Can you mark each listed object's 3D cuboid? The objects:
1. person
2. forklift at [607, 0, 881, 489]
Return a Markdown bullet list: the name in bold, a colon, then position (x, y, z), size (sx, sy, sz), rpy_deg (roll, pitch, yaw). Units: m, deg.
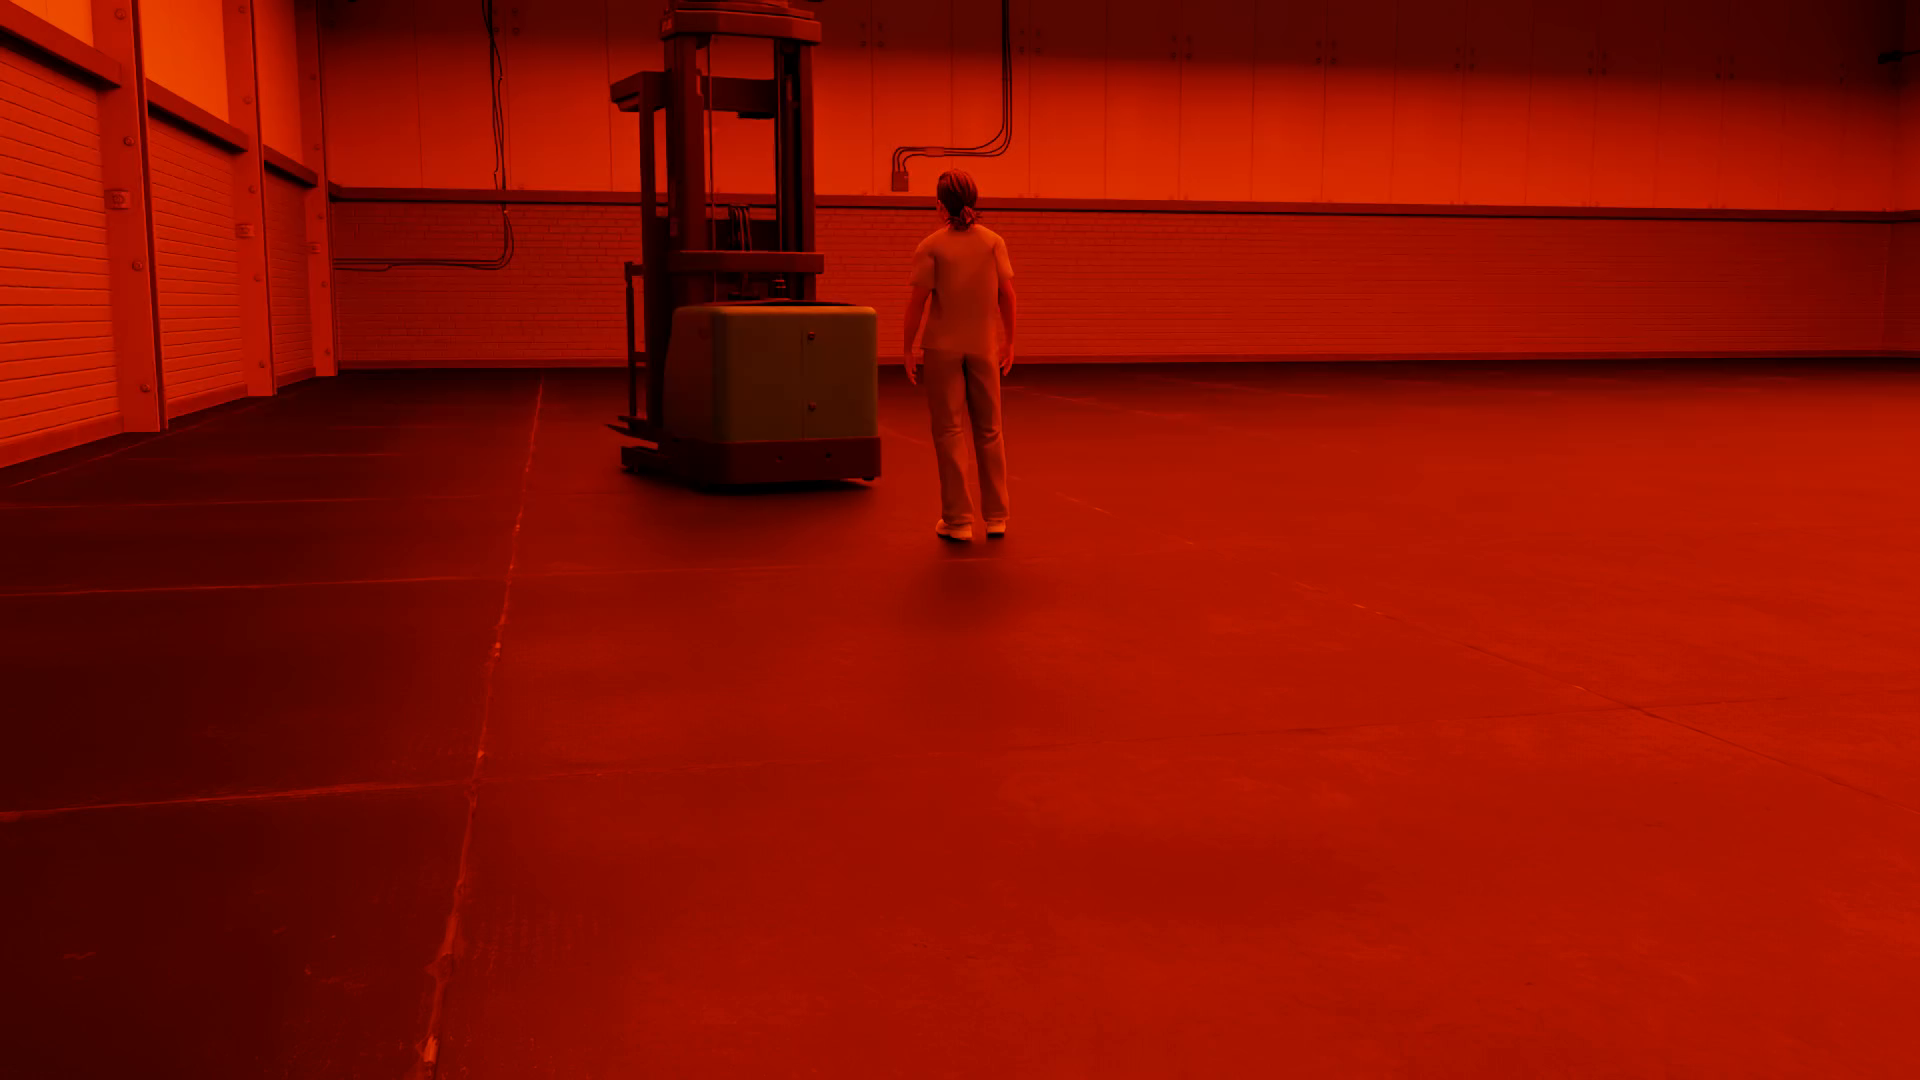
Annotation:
- **person**: position (-0.004, -0.848, 7.665), size (0.549, 1.673, 0.548), rpy_deg (-2, 8, -13)
- **forklift**: position (-1.587, -1.909, 10.767), size (1.130, 2.935, 3.031), rpy_deg (-4, 9, -27)
